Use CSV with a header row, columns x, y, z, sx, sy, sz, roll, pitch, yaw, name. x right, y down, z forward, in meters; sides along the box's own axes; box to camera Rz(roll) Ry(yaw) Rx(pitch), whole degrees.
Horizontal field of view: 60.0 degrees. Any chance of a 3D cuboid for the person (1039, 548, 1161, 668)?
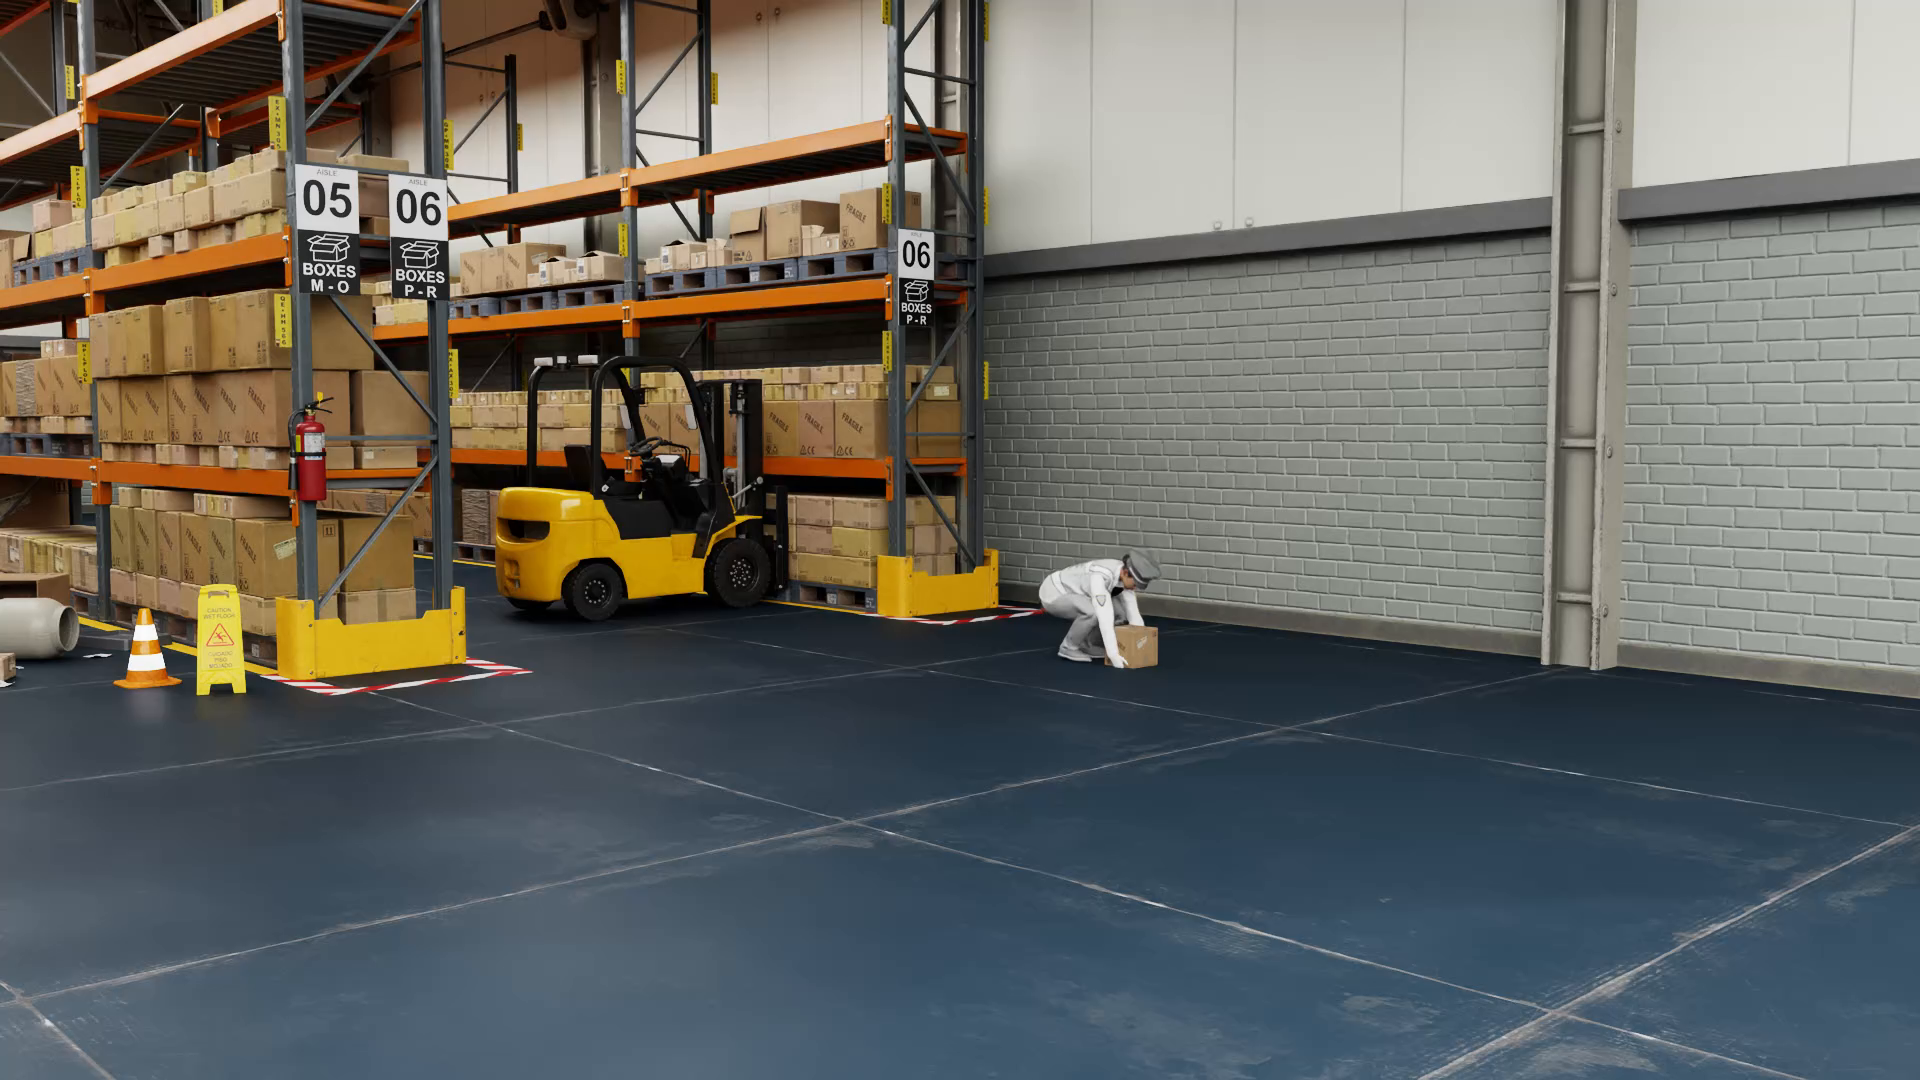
x,y,z,sx,sy,sz,roll,pitch,yaw,name
0.948,0.461,11.237,0.460,0.838,0.894,-4,6,-45,person
